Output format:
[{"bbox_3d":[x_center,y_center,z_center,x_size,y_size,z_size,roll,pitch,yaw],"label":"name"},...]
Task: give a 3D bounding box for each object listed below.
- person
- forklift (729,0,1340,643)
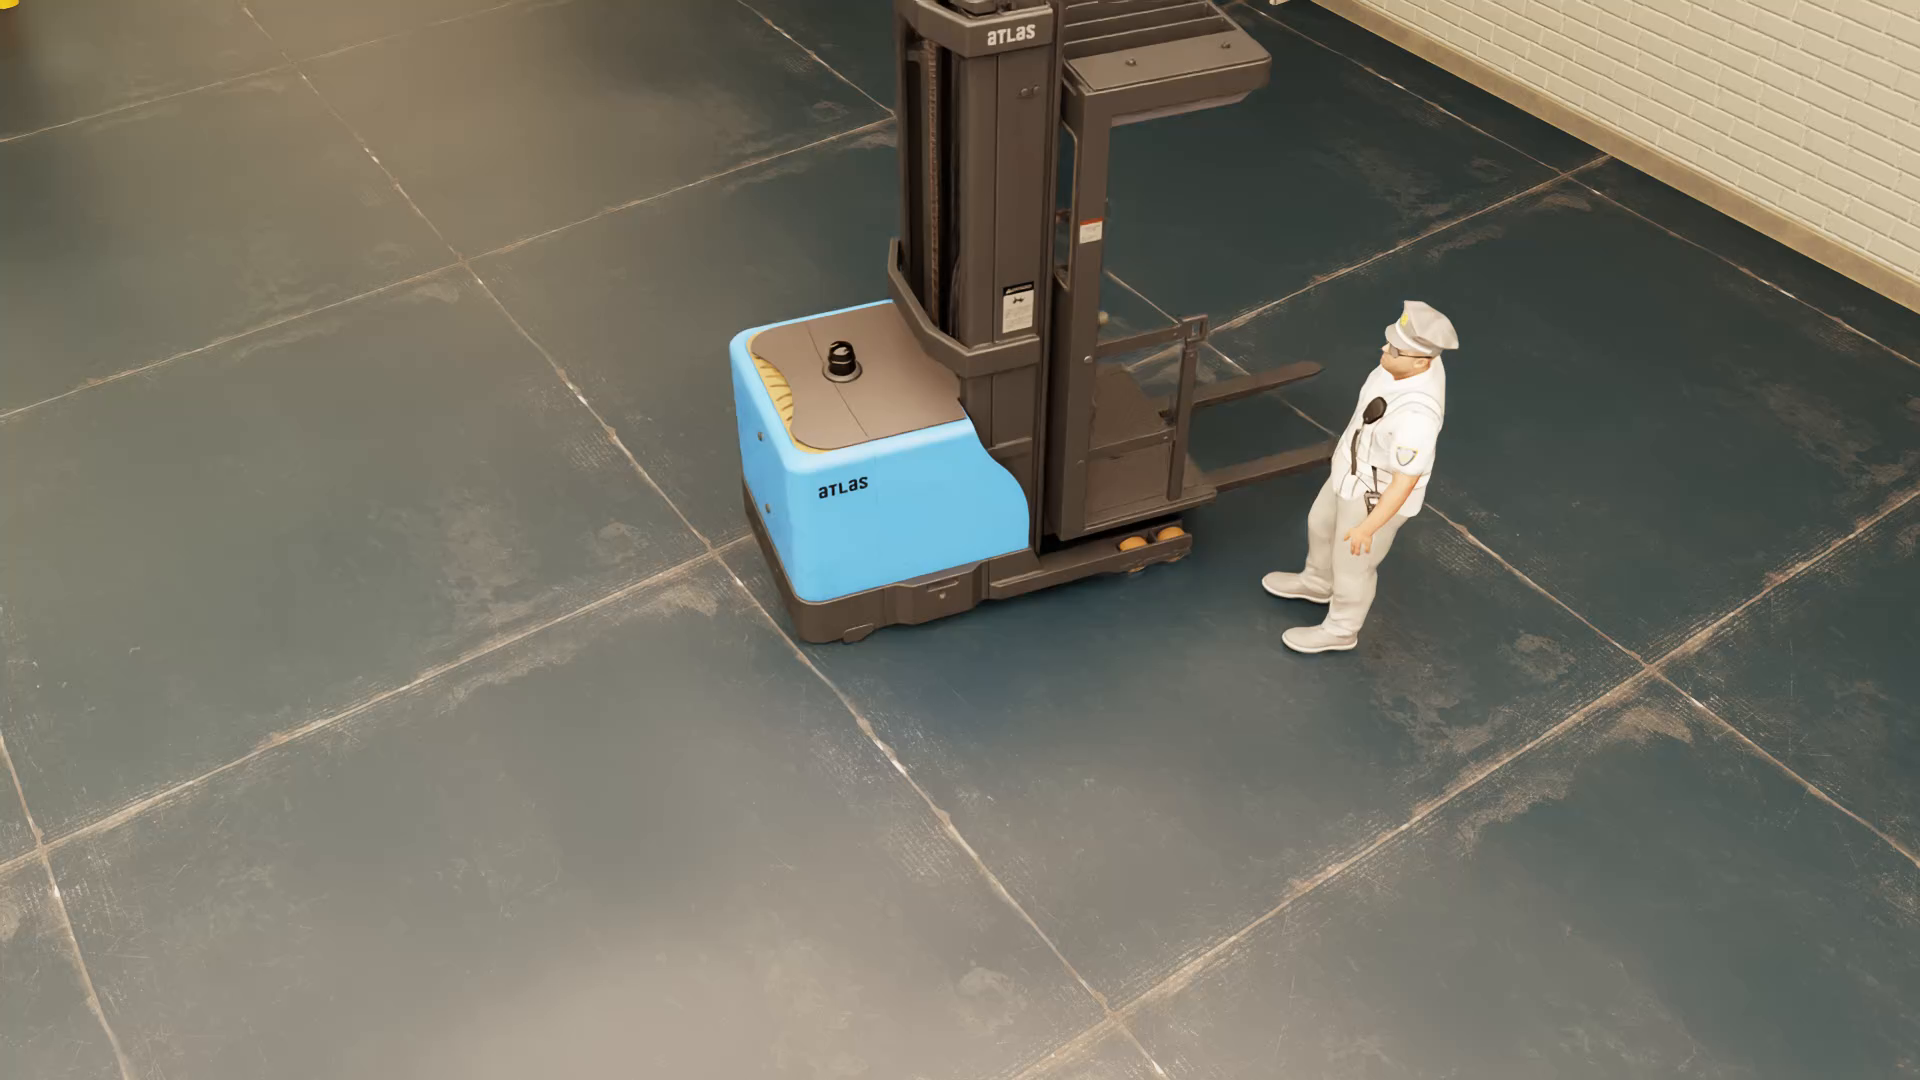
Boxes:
[{"bbox_3d":[1.618,-0.240,6.813,0.557,1.782,0.640,6,43,7],"label":"person"},{"bbox_3d":[0.545,-1.250,7.071,3.031,2.935,1.130,-15,45,-15],"label":"forklift"}]
